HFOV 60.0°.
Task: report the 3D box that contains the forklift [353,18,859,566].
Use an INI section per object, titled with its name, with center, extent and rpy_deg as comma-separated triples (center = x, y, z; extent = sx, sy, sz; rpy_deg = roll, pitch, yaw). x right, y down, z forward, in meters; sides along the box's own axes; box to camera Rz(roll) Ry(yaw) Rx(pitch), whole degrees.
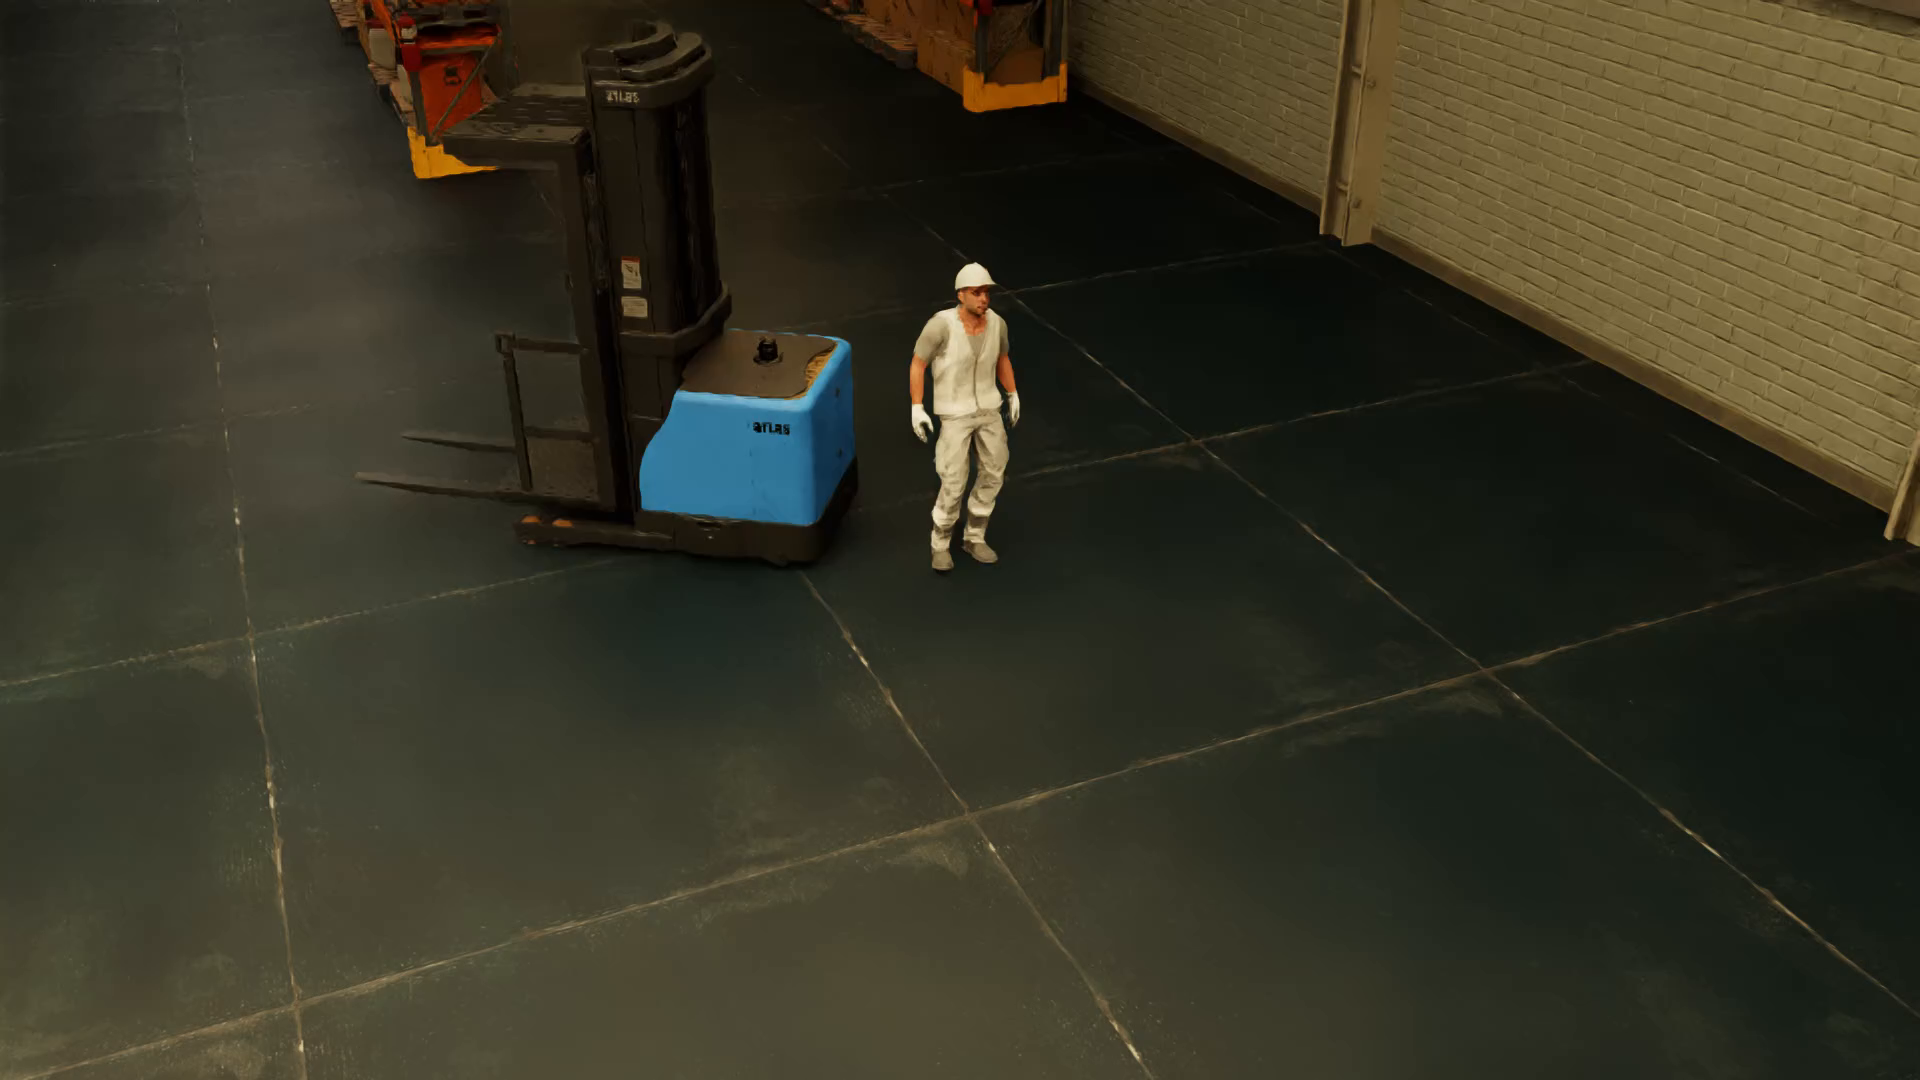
[forklift]
center = -2.211, -1.478, 9.704
extent = 3.031, 2.935, 1.130
rpy_deg = 6, 30, 10

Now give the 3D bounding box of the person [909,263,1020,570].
[person]
center = 0.057, -0.705, 9.553
extent = 0.718, 1.776, 0.486
rpy_deg = -14, 33, -23
